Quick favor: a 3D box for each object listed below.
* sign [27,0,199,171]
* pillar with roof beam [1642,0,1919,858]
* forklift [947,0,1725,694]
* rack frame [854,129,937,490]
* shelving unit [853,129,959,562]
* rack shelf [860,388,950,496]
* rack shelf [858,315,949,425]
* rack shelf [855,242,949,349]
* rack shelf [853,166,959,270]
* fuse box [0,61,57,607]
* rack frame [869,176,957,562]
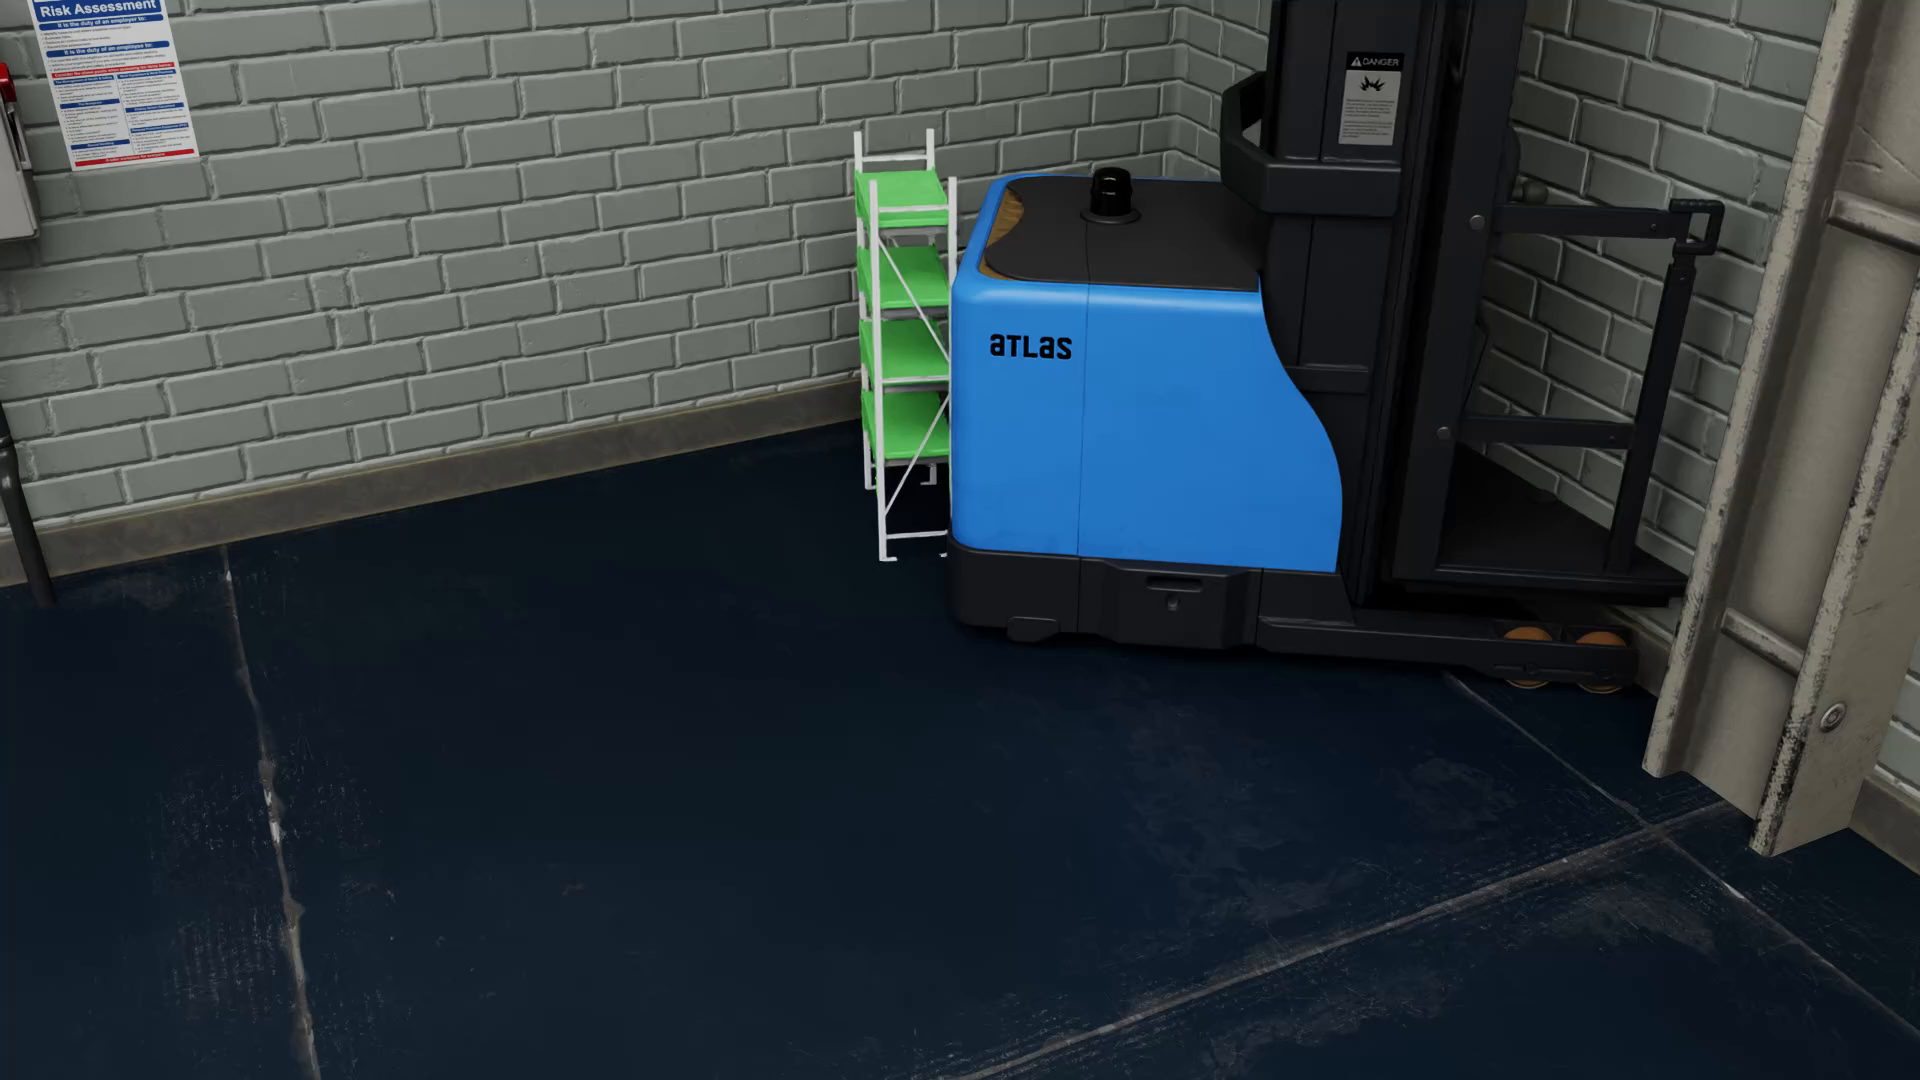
[{"bbox_3d":[-2.311,-1.271,4.547,0.329,0.494,0.001,-13,32,-22],"label":"sign"},{"bbox_3d":[-1.936,-2.392,0.315,9.100,9.000,0.400,-13,32,-22],"label":"pillar with roof beam"},{"bbox_3d":[1.521,-1.138,4.283,3.031,2.935,1.130,4,29,6],"label":"forklift"},{"bbox_3d":[-0.198,-0.703,5.278,0.240,1.200,0.015,-4,30,-7],"label":"rack frame"},{"bbox_3d":[-0.163,-0.585,5.067,0.258,1.200,0.503,-4,30,-7],"label":"shelving unit"},{"bbox_3d":[-0.163,-0.320,5.215,0.258,0.148,0.480,-4,30,-7],"label":"rack shelf"},{"bbox_3d":[-0.163,-0.529,5.098,0.258,0.148,0.480,-4,30,-7],"label":"rack shelf"},{"bbox_3d":[-0.163,-0.739,4.981,0.258,0.148,0.480,-4,30,-7],"label":"rack shelf"},{"bbox_3d":[-0.163,-0.948,4.863,0.258,0.148,0.480,-4,30,-7],"label":"rack shelf"},{"bbox_3d":[-2.668,-0.555,4.491,0.539,1.711,0.414,-13,32,-22],"label":"fuse box"},{"bbox_3d":[-0.129,-0.467,4.856,0.240,1.200,0.015,-4,30,-7],"label":"rack frame"}]
